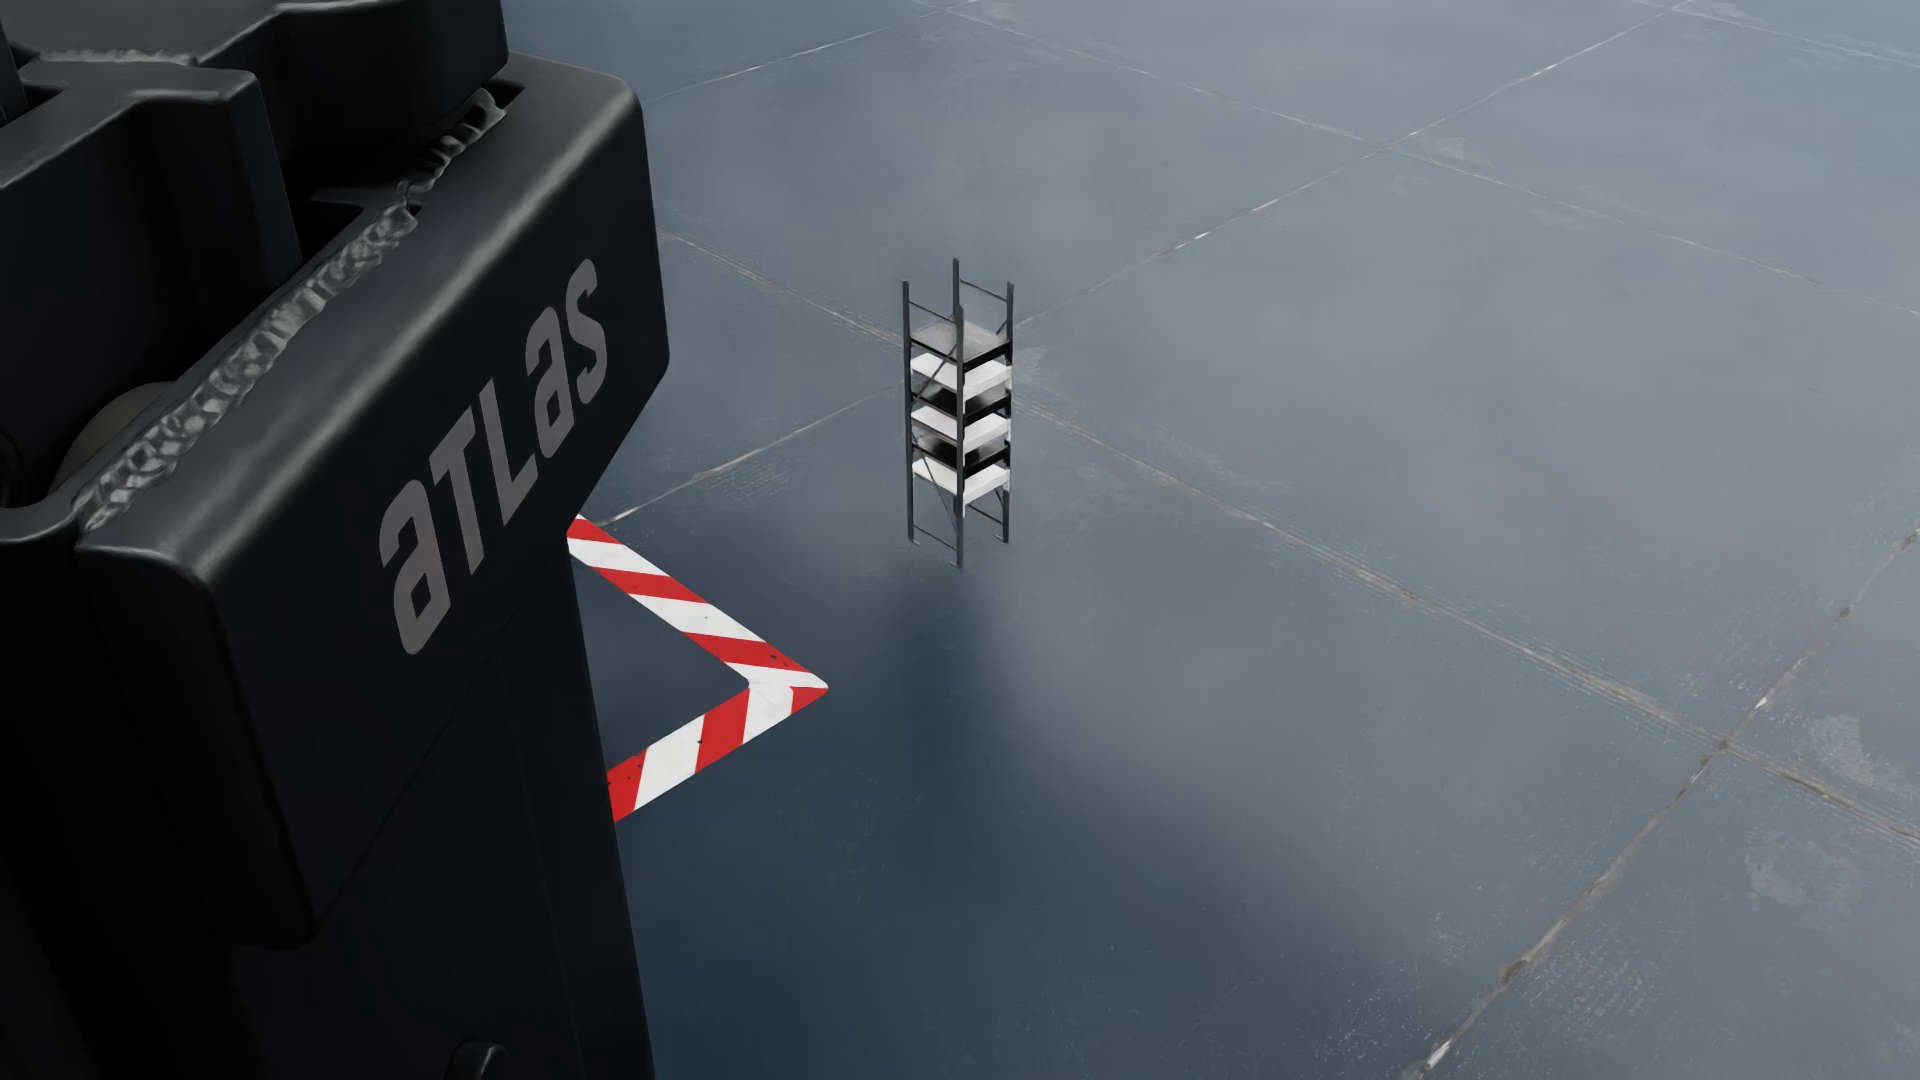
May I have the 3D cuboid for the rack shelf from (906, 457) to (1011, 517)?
[{"bbox_3d":[-0.006,-0.191,5.110,0.258,0.077,0.200,30,45,35],"label":"rack shelf"}]

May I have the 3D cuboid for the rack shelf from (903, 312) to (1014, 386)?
[{"bbox_3d":[-0.006,-0.560,4.852,0.258,0.077,0.200,30,45,35],"label":"rack shelf"}]

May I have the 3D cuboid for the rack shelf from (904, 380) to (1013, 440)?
[{"bbox_3d":[-0.006,-0.412,4.955,0.258,0.077,0.200,30,45,35],"label":"rack shelf"}]

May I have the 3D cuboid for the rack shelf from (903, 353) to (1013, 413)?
[{"bbox_3d":[-0.006,-0.486,4.904,0.258,0.077,0.200,30,45,35],"label":"rack shelf"}]

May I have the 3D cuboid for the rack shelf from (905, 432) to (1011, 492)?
[{"bbox_3d":[-0.006,-0.265,5.058,0.258,0.077,0.200,30,45,35],"label":"rack shelf"}]

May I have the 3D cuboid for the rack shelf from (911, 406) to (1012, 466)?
[{"bbox_3d":[-0.006,-0.338,5.007,0.258,0.077,0.200,30,45,35],"label":"rack shelf"}]

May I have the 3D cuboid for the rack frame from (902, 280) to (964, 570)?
[{"bbox_3d":[-0.077,-0.325,4.929,0.240,0.900,0.006,30,45,35],"label":"rack frame"}]

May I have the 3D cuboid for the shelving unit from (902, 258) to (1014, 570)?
[{"bbox_3d":[-0.006,-0.366,4.988,0.258,0.900,0.210,30,45,35],"label":"shelving unit"}]

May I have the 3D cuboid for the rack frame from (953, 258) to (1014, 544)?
[{"bbox_3d":[0.066,-0.407,5.047,0.240,0.900,0.006,30,45,35],"label":"rack frame"}]
